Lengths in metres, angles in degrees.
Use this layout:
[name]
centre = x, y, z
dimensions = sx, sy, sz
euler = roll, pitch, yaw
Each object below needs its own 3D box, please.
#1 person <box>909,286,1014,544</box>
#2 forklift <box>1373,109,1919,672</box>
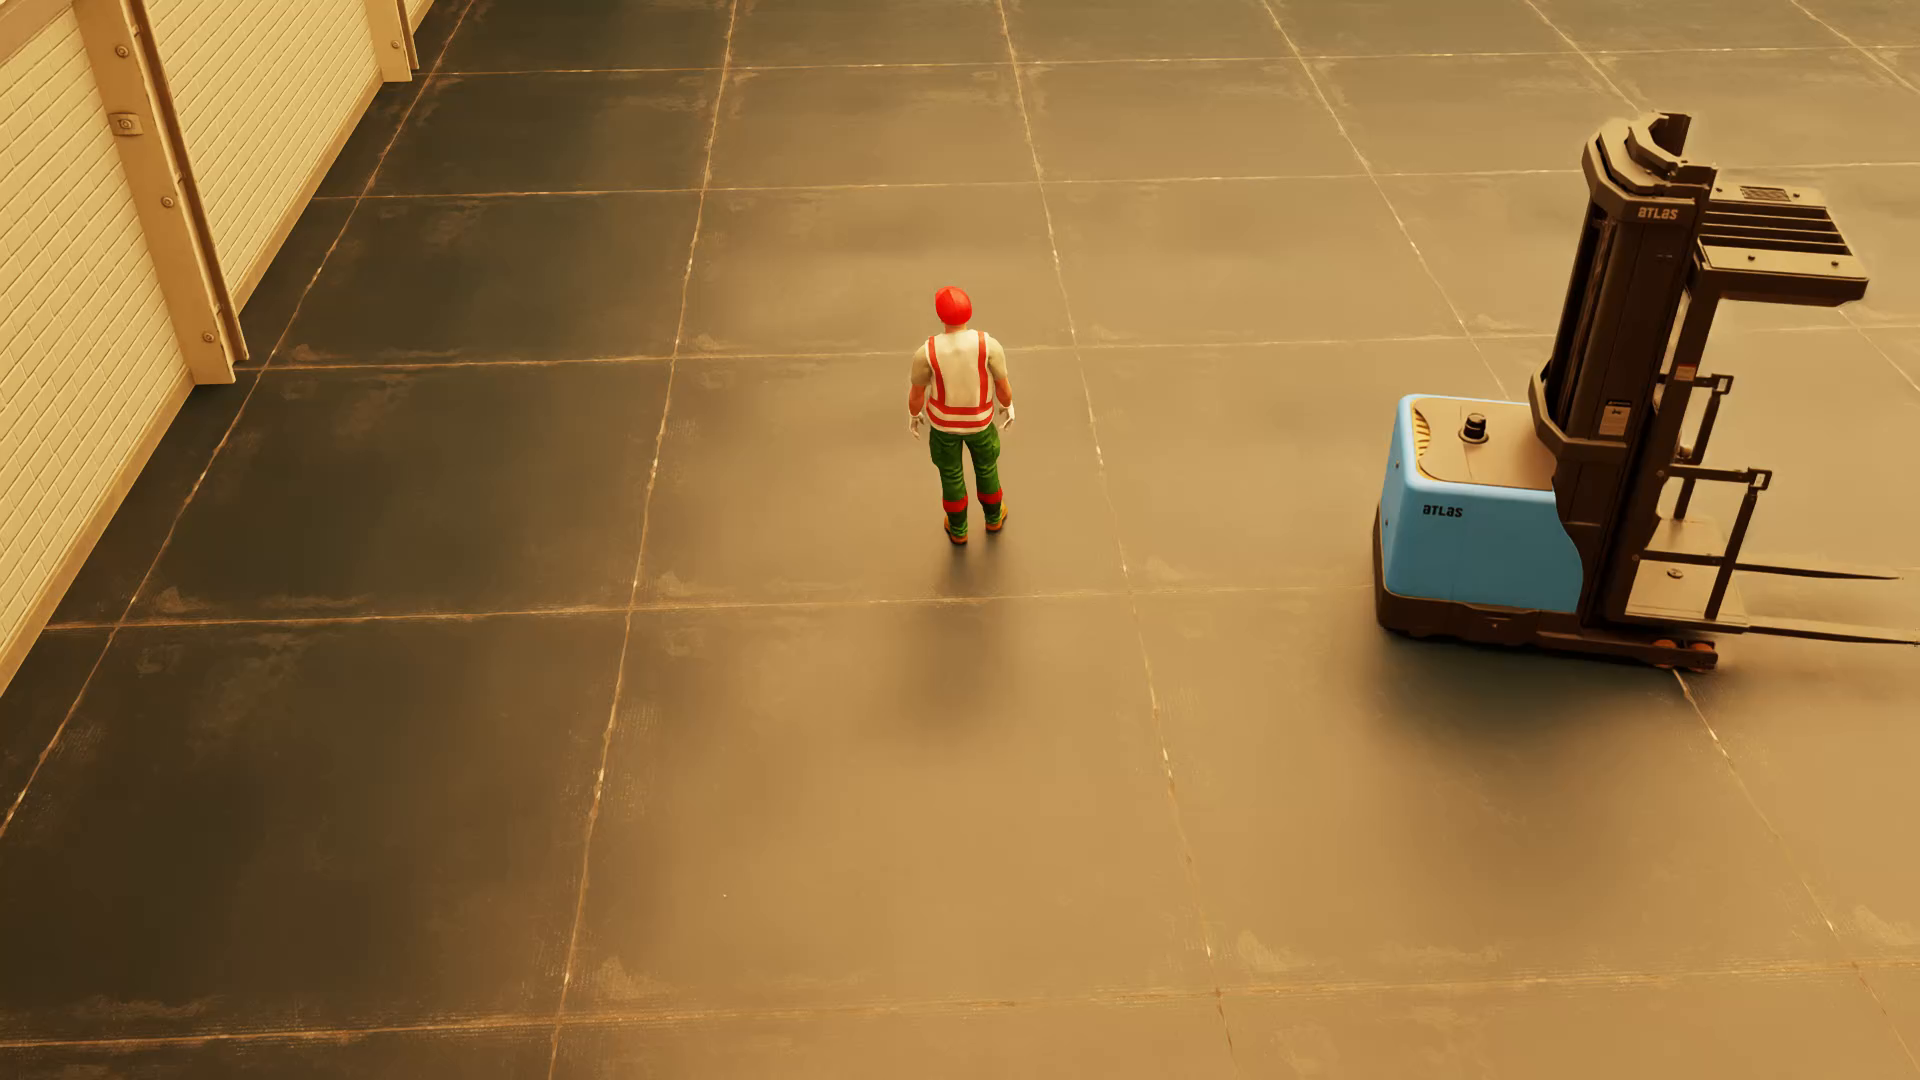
[person]
centre = 0.008, -0.777, 10.034
dimensions = 0.637, 1.787, 0.564
euler = -2, 36, -2
[forklift]
centre = 4.012, -0.772, 9.070
dimensions = 3.031, 2.935, 1.130
euler = 6, 36, 8
